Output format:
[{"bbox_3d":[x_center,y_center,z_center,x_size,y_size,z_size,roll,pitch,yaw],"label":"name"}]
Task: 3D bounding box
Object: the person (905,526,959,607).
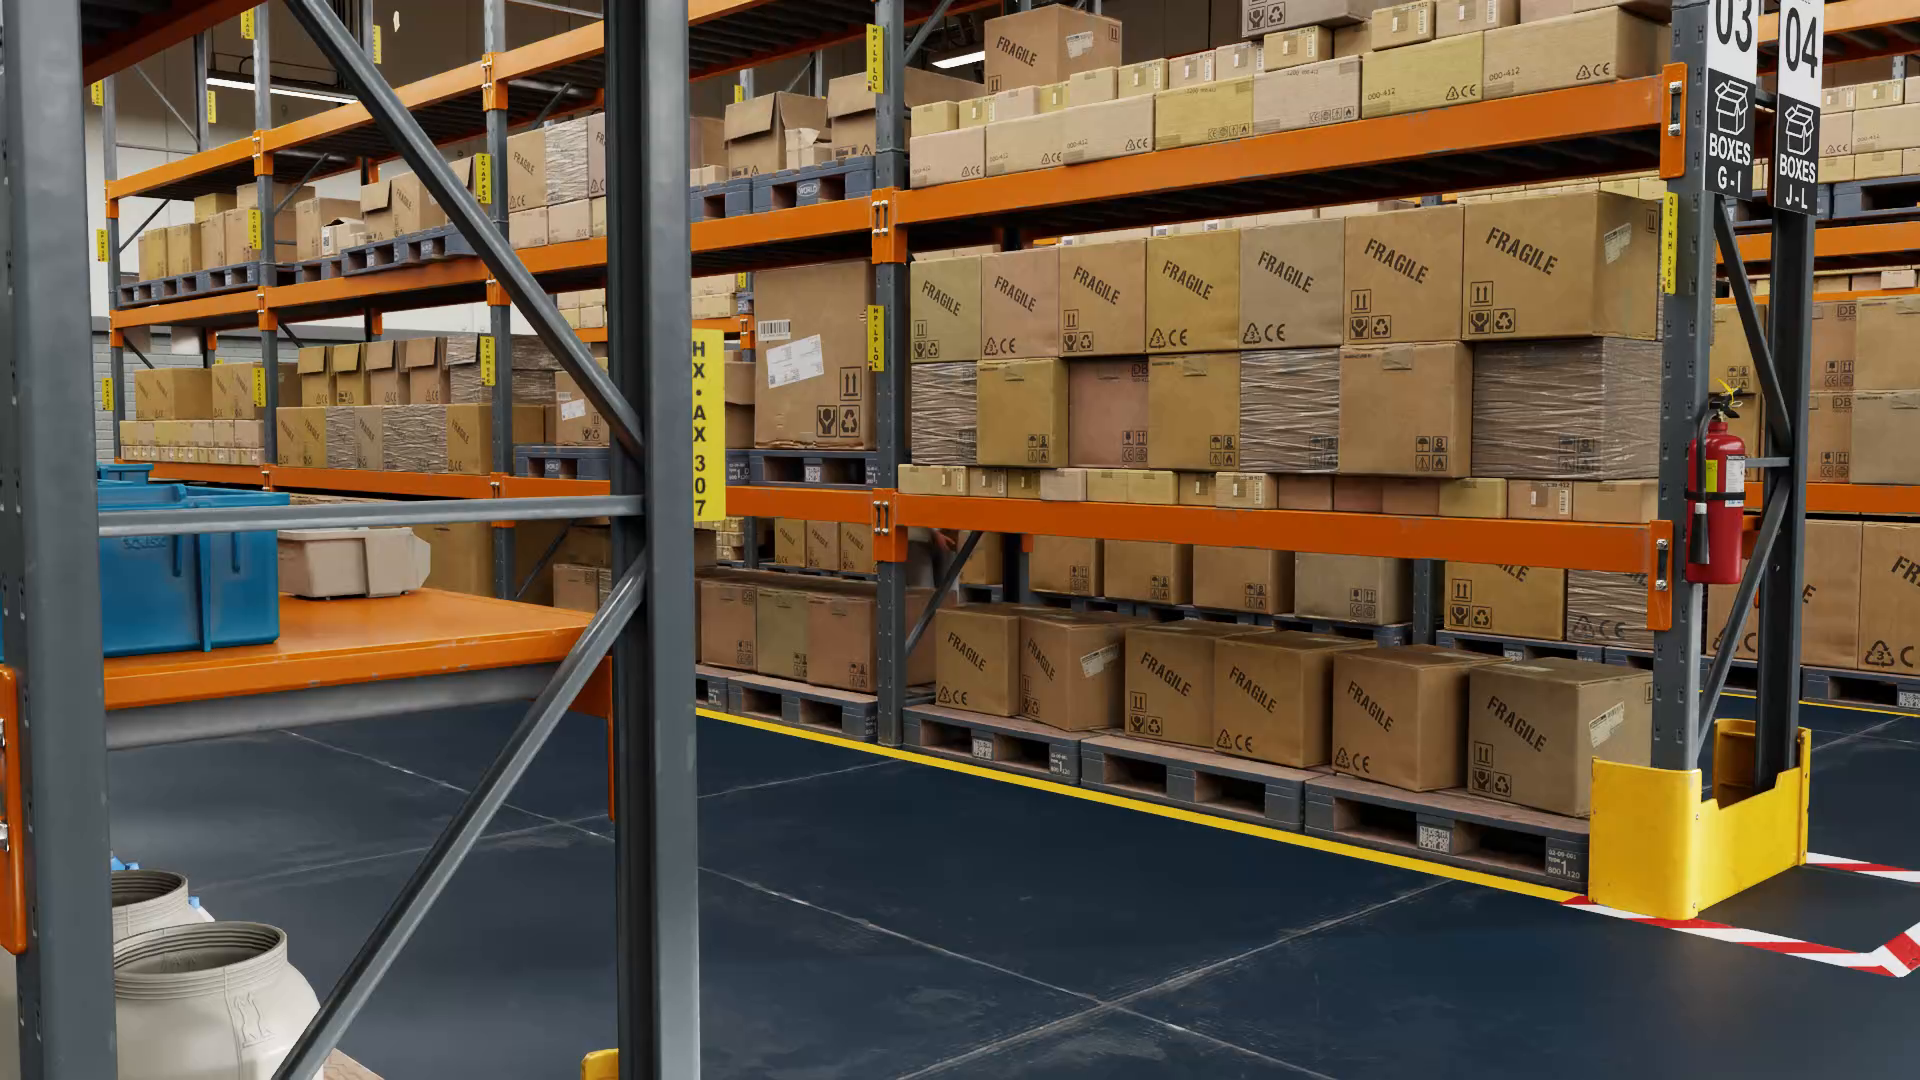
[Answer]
[{"bbox_3d":[-0.126,0.012,10.936,0.494,1.772,0.563,-4,5,-45],"label":"person"}]
